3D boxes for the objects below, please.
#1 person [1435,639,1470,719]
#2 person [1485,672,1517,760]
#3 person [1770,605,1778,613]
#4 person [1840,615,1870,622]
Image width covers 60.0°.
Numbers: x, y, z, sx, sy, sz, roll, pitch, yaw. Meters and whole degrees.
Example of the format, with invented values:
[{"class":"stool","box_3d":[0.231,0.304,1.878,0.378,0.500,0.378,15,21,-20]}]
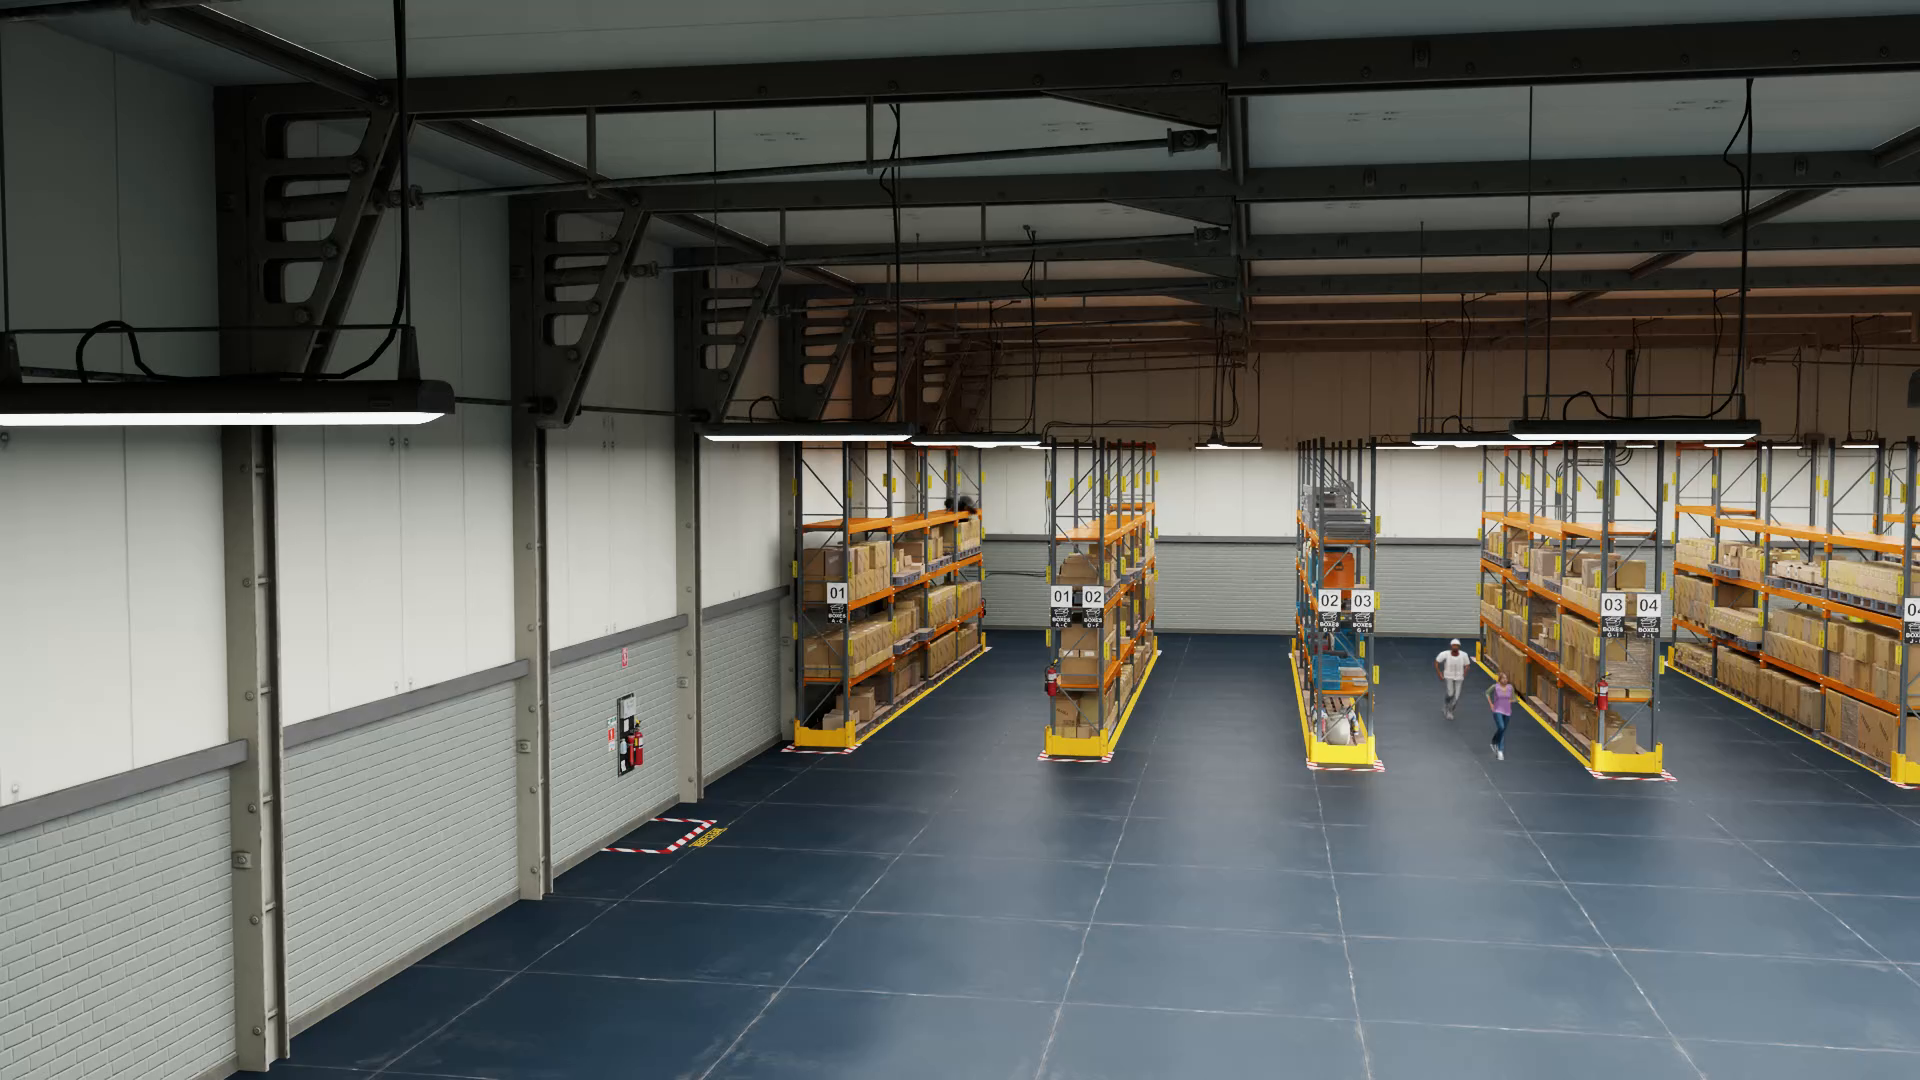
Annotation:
[{"class":"person","box_3d":[10.566,2.976,35.574,0.703,1.718,0.572,0,3,1]},{"class":"person","box_3d":[10.165,3.283,31.229,0.514,1.632,0.767,0,3,-4]},{"class":"person","box_3d":[22.450,2.564,45.328,0.767,1.594,0.603,0,3,-1]},{"class":"person","box_3d":[24.174,2.432,44.915,0.984,1.752,0.706,0,3,8]}]
